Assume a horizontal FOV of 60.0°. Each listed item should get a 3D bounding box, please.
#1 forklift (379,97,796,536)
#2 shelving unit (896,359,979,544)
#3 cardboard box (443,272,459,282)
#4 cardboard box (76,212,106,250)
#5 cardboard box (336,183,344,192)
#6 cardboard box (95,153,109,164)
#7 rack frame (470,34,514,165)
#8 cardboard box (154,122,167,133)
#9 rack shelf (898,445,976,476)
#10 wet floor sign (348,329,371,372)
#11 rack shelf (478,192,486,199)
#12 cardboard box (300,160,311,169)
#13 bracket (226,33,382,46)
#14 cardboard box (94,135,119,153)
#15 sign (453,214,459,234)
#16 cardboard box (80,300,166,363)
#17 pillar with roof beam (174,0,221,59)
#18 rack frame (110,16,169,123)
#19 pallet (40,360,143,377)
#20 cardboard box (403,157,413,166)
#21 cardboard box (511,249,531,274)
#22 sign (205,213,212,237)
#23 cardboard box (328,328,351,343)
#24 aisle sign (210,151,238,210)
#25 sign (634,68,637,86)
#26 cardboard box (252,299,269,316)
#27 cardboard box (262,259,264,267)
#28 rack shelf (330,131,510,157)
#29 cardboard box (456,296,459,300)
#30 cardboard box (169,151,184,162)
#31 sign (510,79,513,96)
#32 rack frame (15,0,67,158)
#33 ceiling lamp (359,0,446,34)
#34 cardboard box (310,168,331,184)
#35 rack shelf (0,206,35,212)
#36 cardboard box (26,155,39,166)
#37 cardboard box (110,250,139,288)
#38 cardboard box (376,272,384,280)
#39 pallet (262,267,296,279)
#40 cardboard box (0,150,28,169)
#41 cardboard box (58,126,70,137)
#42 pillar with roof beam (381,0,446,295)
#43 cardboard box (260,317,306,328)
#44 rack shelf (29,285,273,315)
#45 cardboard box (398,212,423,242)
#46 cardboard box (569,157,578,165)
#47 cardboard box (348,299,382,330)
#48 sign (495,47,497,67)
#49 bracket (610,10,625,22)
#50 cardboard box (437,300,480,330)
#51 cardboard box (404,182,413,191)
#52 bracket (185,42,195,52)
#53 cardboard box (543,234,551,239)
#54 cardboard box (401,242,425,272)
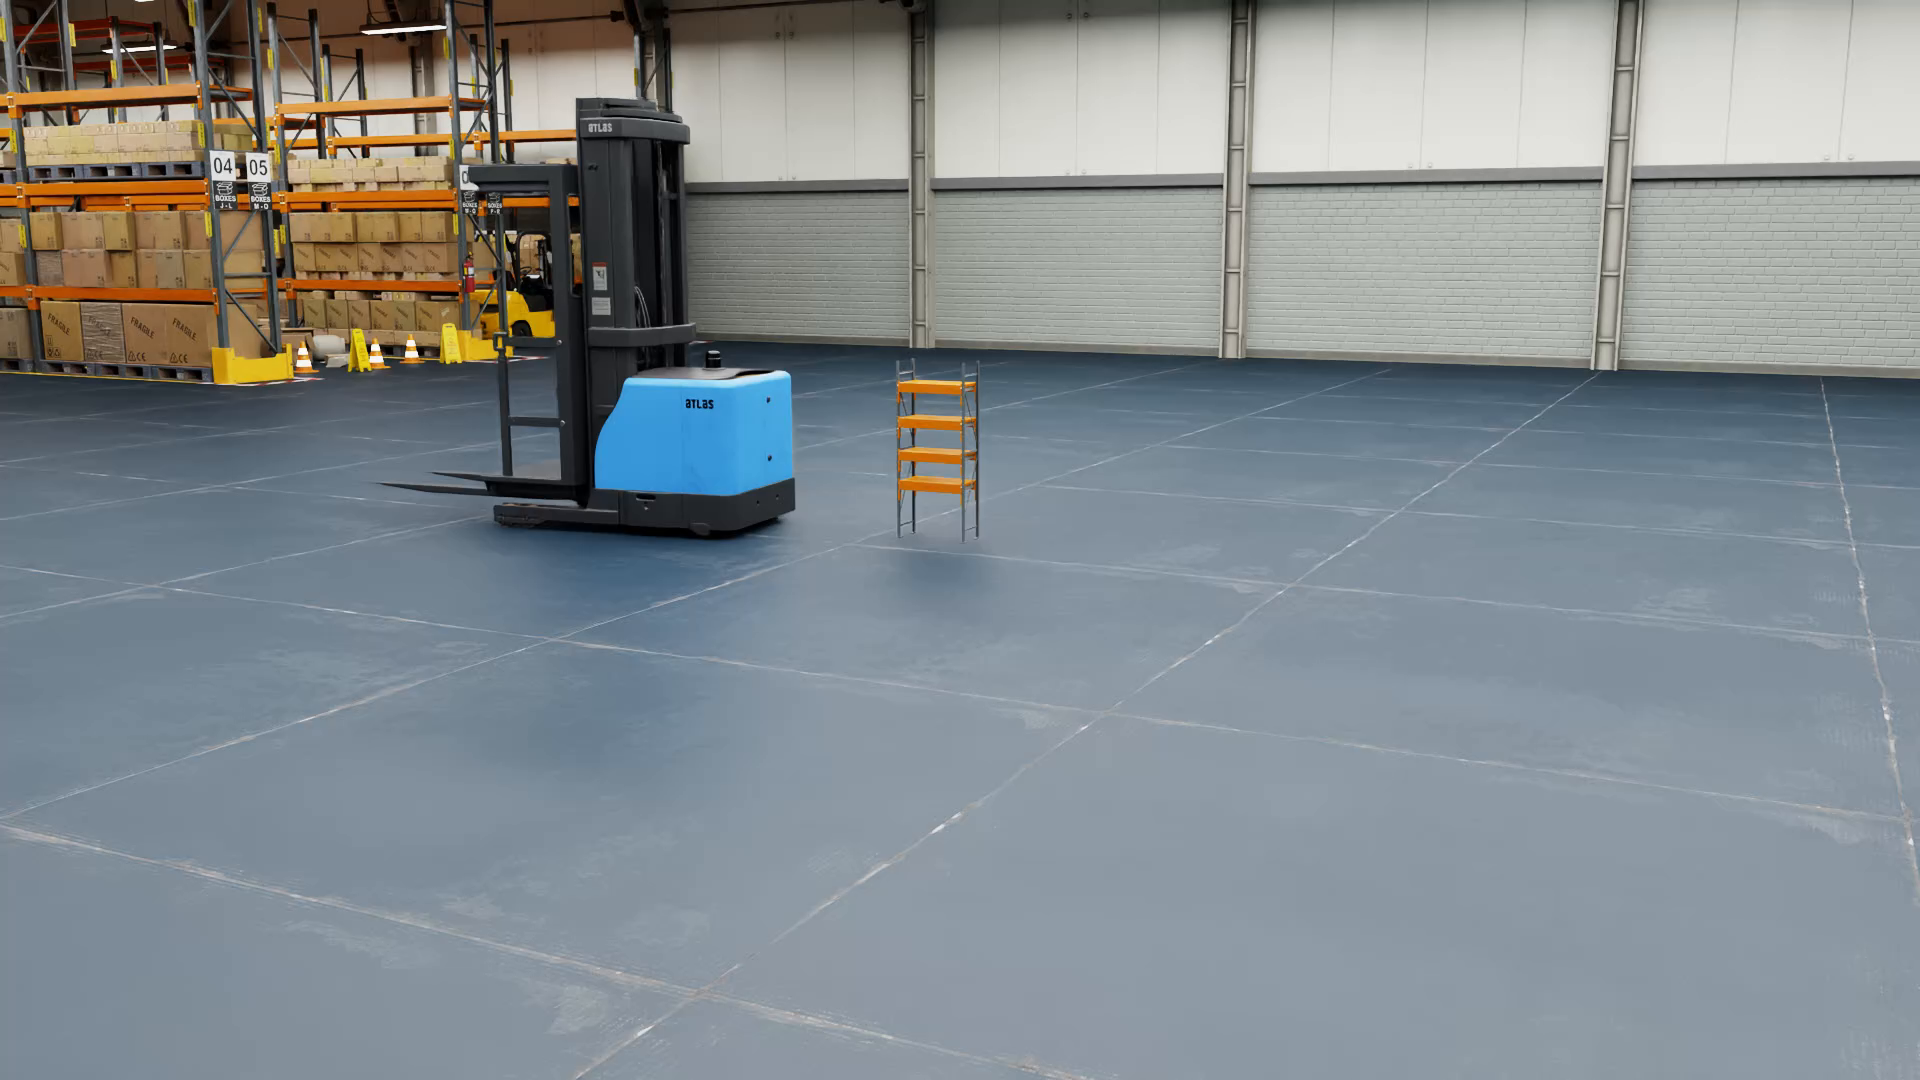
[{"bbox_3d":[-2.764,-1.607,11.877,3.031,2.935,1.130,4,11,20],"label":"forklift"},{"bbox_3d":[-0.148,-0.603,11.195,0.503,1.200,0.258,5,11,26],"label":"shelving unit"},{"bbox_3d":[-8.481,-4.437,28.031,0.250,0.149,0.380,5,12,28],"label":"cardboard box"},{"bbox_3d":[-12.454,-4.564,24.570,0.550,0.550,0.875,5,11,26],"label":"cardboard box"},{"bbox_3d":[-10.544,-6.089,28.735,0.250,0.149,0.380,5,11,24],"label":"cardboard box"},{"bbox_3d":[-12.198,-5.488,23.952,0.250,0.149,0.380,5,11,27],"label":"cardboard box"},{"bbox_3d":[-9.445,-8.626,33.624,0.127,3.000,1.000,5,11,26],"label":"rack frame"},{"bbox_3d":[-11.056,-5.780,23.329,0.250,0.149,0.380,5,12,27],"label":"cardboard box"},{"bbox_3d":[-0.148,-0.537,11.207,0.480,0.148,0.258,5,11,26],"label":"rack shelf"},{"bbox_3d":[-9.249,-2.923,25.567,0.232,0.644,0.267,3,11,16],"label":"wet floor sign"},{"bbox_3d":[-9.845,-5.942,28.685,3.809,0.124,0.919,5,11,26],"label":"rack shelf"},{"bbox_3d":[-11.254,-6.533,28.948,0.250,0.149,0.380,5,12,28],"label":"cardboard box"},{"bbox_3d":[-14.304,-10.933,36.262,4.783,0.066,0.076,5,11,26],"label":"bracket"},{"bbox_3d":[-12.063,-5.685,23.920,0.500,0.250,0.500,5,11,26],"label":"cardboard box"},{"bbox_3d":[-8.315,-5.204,27.422,0.005,0.325,0.100,5,11,26],"label":"sign"},{"bbox_3d":[-12.395,-3.112,24.791,0.875,0.875,0.875,5,11,26],"label":"cardboard box"},{"bbox_3d":[-18.835,-11.696,33.702,0.548,2.987,8.718,5,11,26],"label":"pillar with roof beam"},{"bbox_3d":[-15.225,-8.148,30.983,0.127,3.000,1.000,5,11,26],"label":"rack frame"},{"bbox_3d":[-13.091,-2.638,25.212,1.213,0.211,1.003,5,11,26],"label":"pallet"},{"bbox_3d":[-9.141,-6.362,28.002,0.250,0.149,0.380,5,11,26],"label":"cardboard box"},{"bbox_3d":[-8.689,-5.608,33.513,0.500,0.500,0.500,5,12,27],"label":"cardboard box"},{"bbox_3d":[-10.403,-4.368,23.025,0.005,0.325,0.100,5,11,26],"label":"sign"},{"bbox_3d":[-10.745,-3.605,29.266,0.500,0.250,0.500,6,12,29],"label":"cardboard box"},{"bbox_3d":[-10.220,-4.993,23.095,0.004,0.787,0.394,5,11,26],"label":"aisle sign"},{"bbox_3d":[-6.111,-8.724,31.319,0.005,0.325,0.100,5,11,26],"label":"sign"},{"bbox_3d":[-15.358,-5.126,36.973,0.500,0.500,0.500,5,11,24],"label":"cardboard box"},{"bbox_3d":[-12.451,-4.984,29.872,0.250,0.149,0.380,5,11,24],"label":"cardboard box"},{"bbox_3d":[-11.239,-8.233,34.594,4.000,0.370,1.077,5,11,26],"label":"rack shelf"},{"bbox_3d":[-9.918,-4.751,34.549,0.625,0.625,0.875,6,12,28],"label":"cardboard box"},{"bbox_3d":[-10.825,-5.367,23.287,0.250,0.149,0.380,5,11,26],"label":"cardboard box"},{"bbox_3d":[-9.178,-9.250,34.005,0.005,0.325,0.100,5,11,26],"label":"sign"},{"bbox_3d":[-13.739,-7.034,24.827,0.053,2.616,0.949,5,11,26],"label":"rack frame"},{"bbox_3d":[-10.294,-11.136,31.104,2.000,3.185,0.800,5,11,26],"label":"ceiling lamp"},{"bbox_3d":[-10.898,-6.312,28.846,0.500,0.250,0.500,5,11,25],"label":"cardboard box"},{"bbox_3d":[-20.606,-6.791,33.927,4.000,0.370,1.077,5,11,26],"label":"rack shelf"},{"bbox_3d":[-13.562,-5.608,24.614,0.250,0.149,0.380,5,11,25],"label":"cardboard box"},{"bbox_3d":[-11.947,-4.002,24.500,0.500,0.550,0.875,5,11,26],"label":"cardboard box"},{"bbox_3d":[-9.843,-4.561,28.714,0.250,0.149,0.380,5,11,26],"label":"cardboard box"},{"bbox_3d":[-12.259,-4.870,30.254,1.213,0.211,1.003,5,11,26],"label":"pallet"},{"bbox_3d":[-14.442,-5.771,25.230,0.500,0.250,0.500,5,11,26],"label":"cardboard box"},{"bbox_3d":[-12.878,-5.940,24.213,0.250,0.149,0.380,5,11,25],"label":"cardboard box"},{"bbox_3d":[-13.369,-8.295,31.794,0.548,9.000,9.100,5,11,26],"label":"pillar with roof beam"},{"bbox_3d":[-12.110,-3.835,30.199,0.625,0.372,0.950,5,11,27],"label":"cardboard box"},{"bbox_3d":[-11.944,-3.571,24.557,4.000,0.370,1.077,5,11,26],"label":"rack shelf"},{"bbox_3d":[-9.056,-5.300,28.167,0.500,0.500,0.700,5,11,26],"label":"cardboard box"},{"bbox_3d":[-7.237,-7.232,32.606,0.500,0.500,0.700,5,11,26],"label":"cardboard box"},{"bbox_3d":[-10.279,-3.932,28.972,0.500,0.500,0.500,6,12,29],"label":"cardboard box"},{"bbox_3d":[-7.811,-8.103,27.889,0.005,0.325,0.100,5,11,26],"label":"sign"},{"bbox_3d":[-6.613,-10.257,32.527,0.430,0.232,0.235,5,11,26],"label":"bracket"},{"bbox_3d":[-8.674,-3.898,28.780,0.500,0.500,0.500,5,11,24],"label":"cardboard box"},{"bbox_3d":[-9.153,-5.973,28.092,0.250,0.149,0.380,5,11,26],"label":"cardboard box"},{"bbox_3d":[-17.374,-11.202,37.752,0.430,0.232,0.235,5,11,26],"label":"bracket"},{"bbox_3d":[-8.100,-6.027,33.173,0.250,0.149,0.380,5,11,26],"label":"cardboard box"},{"bbox_3d":[-9.107,-4.800,28.214,0.500,0.500,0.500,5,11,26],"label":"cardboard box"}]
